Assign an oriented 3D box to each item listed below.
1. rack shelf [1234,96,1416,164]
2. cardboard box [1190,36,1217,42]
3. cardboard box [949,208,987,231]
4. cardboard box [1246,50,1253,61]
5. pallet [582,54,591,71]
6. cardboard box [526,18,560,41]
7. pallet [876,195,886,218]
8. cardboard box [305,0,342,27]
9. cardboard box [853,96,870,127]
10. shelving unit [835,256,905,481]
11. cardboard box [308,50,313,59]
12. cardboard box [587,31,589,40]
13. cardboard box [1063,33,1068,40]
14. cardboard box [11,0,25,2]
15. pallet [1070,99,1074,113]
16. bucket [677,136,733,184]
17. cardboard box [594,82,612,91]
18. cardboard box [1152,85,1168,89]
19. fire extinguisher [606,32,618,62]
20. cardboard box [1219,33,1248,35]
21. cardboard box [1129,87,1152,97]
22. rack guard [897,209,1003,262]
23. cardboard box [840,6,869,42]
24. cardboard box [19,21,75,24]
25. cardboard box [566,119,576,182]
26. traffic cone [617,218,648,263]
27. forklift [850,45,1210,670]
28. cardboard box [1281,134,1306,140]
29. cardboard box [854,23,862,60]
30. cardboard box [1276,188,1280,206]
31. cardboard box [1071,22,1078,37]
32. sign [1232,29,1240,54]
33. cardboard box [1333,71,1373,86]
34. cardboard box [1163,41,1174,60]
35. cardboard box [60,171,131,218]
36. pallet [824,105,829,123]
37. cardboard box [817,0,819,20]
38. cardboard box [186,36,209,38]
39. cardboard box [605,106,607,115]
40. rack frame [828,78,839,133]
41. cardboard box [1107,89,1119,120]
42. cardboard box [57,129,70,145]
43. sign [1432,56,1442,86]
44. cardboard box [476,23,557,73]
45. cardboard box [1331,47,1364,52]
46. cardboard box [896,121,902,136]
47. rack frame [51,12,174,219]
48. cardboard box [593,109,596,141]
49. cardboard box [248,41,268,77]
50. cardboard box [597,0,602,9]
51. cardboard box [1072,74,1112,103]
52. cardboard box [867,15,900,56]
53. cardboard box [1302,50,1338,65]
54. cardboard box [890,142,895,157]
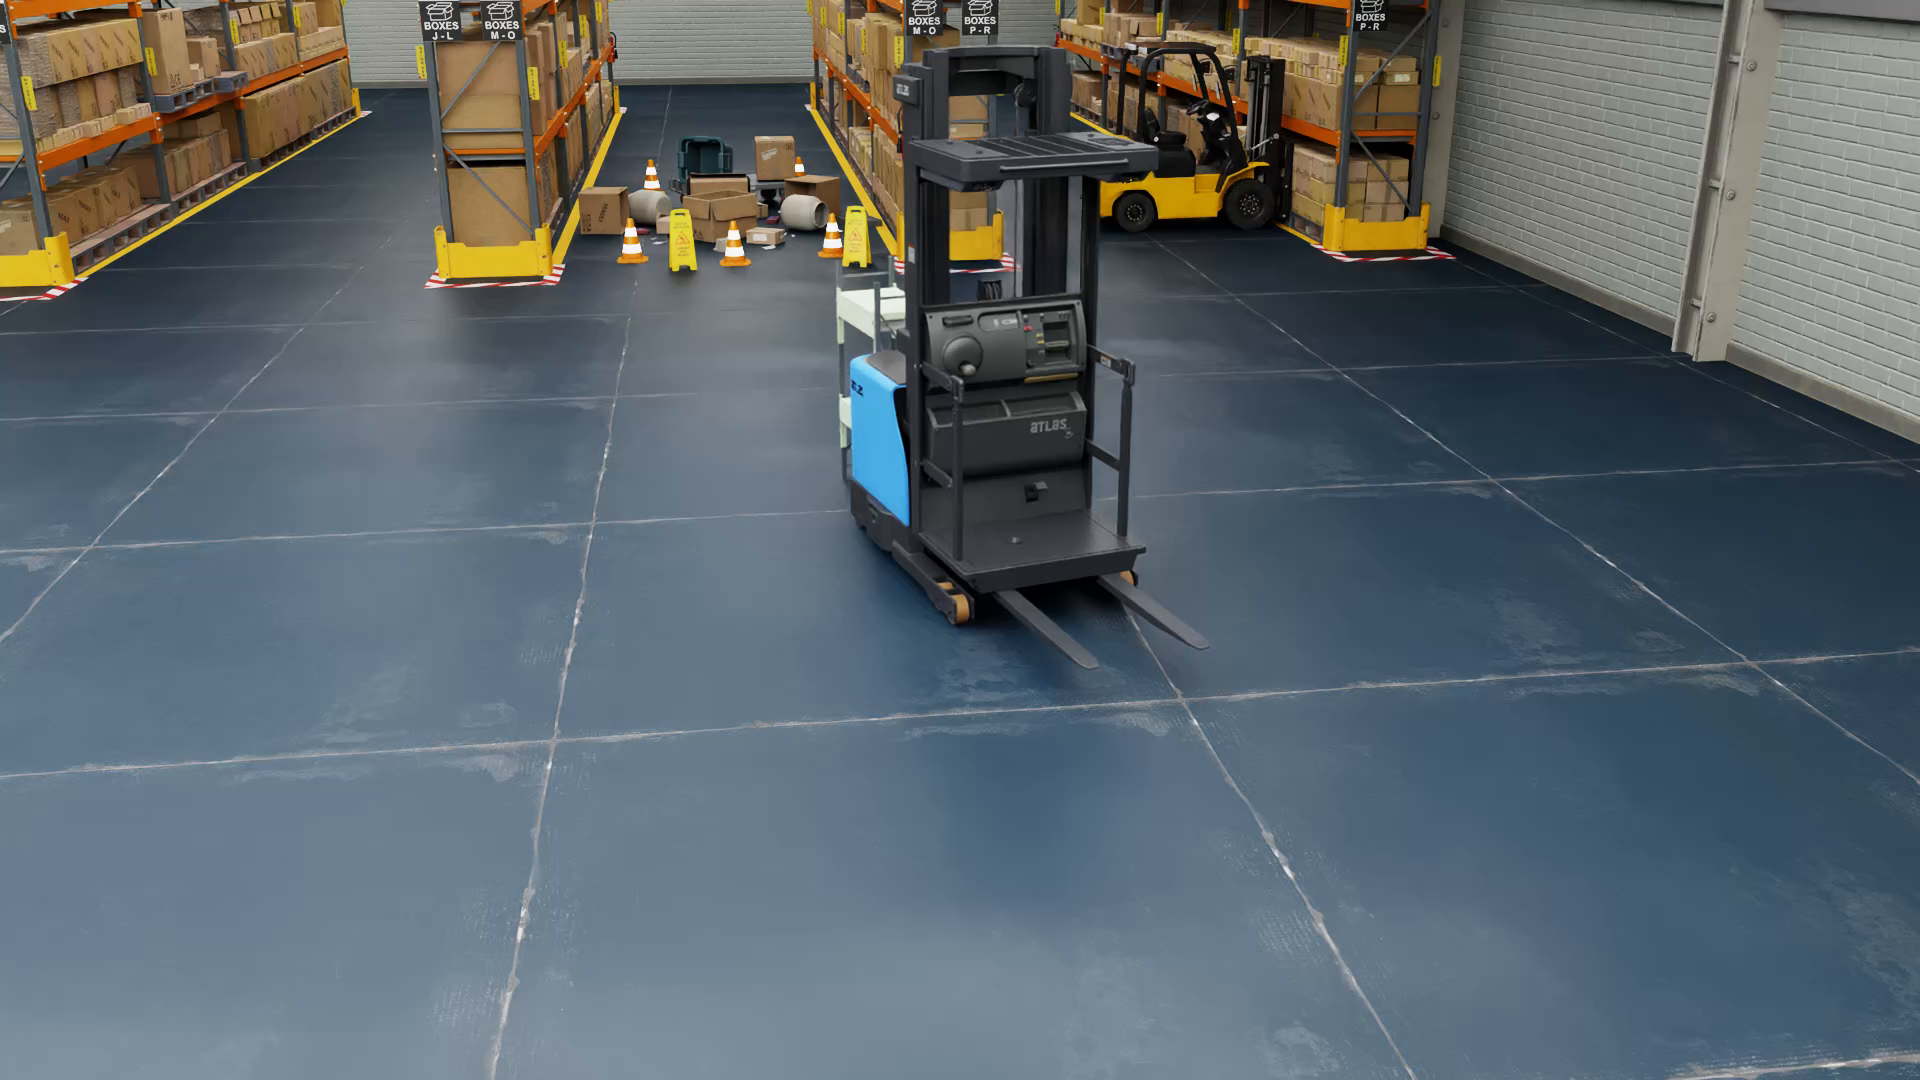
[{"bbox_3d":[4.522,-5.169,20.796,1.077,0.370,4.000,-3,21,-8],"label":"rack shelf"},{"bbox_3d":[3.608,-7.362,24.570,0.380,0.149,0.250,-2,21,-7],"label":"cardboard box"},{"bbox_3d":[0.056,-3.763,19.335,0.500,0.250,0.500,-3,21,-8],"label":"cardboard box"},{"bbox_3d":[4.019,-6.425,22.062,0.380,0.149,0.250,-3,21,-9],"label":"cardboard box"},{"bbox_3d":[-6.464,-7.640,26.659,1.003,0.211,1.213,-3,21,-8],"label":"pallet"},{"bbox_3d":[-5.859,-6.876,22.768,0.700,0.500,0.500,-3,21,-8],"label":"cardboard box"},{"bbox_3d":[-0.546,-4.409,21.720,1.003,0.211,1.213,-3,21,-8],"label":"pallet"},{"bbox_3d":[-11.884,-9.866,31.063,0.500,0.500,0.500,-3,21,-7],"label":"cardboard box"},{"bbox_3d":[-1.272,-6.776,26.508,0.875,0.875,0.875,-3,21,-8],"label":"cardboard box"},{"bbox_3d":[-0.478,-1.014,10.788,0.431,1.500,0.755,-8,22,-21],"label":"shelving unit"},{"bbox_3d":[-11.427,-8.400,28.778,0.380,0.149,0.250,-2,21,-6],"label":"cardboard box"},{"bbox_3d":[-6.423,-8.431,27.836,0.380,0.149,0.250,-3,21,-7],"label":"cardboard box"},{"bbox_3d":[2.280,-10.107,33.350,0.380,0.149,0.250,-3,21,-8],"label":"cardboard box"},{"bbox_3d":[-9.721,-5.576,16.787,0.500,0.250,0.500,-2,21,-6],"label":"cardboard box"},{"bbox_3d":[2.631,-8.744,33.326,1.003,0.211,1.213,-3,21,-8],"label":"pallet"},{"bbox_3d":[-3.260,-4.909,21.580,0.726,0.611,0.620,4,11,11],"label":"bucket"},{"bbox_3d":[-6.822,-8.613,31.613,0.380,0.149,0.250,-3,21,-9],"label":"cardboard box"},{"bbox_3d":[3.555,-7.825,28.924,0.380,0.149,0.250,-2,21,-6],"label":"cardboard box"},{"bbox_3d":[-6.871,-9.716,32.586,0.296,0.674,0.183,-3,21,-8],"label":"fire extinguisher"},{"bbox_3d":[4.134,-7.572,25.133,0.380,0.149,0.250,-3,21,-9],"label":"cardboard box"},{"bbox_3d":[3.119,-7.711,28.620,0.380,0.149,0.250,-2,21,-6],"label":"cardboard box"},{"bbox_3d":[-0.112,-3.417,18.650,1.175,0.500,0.348,-3,21,-8],"label":"rack guard"},{"bbox_3d":[-1.588,-8.012,25.809,0.500,0.500,0.500,-3,21,-9],"label":"cardboard box"},{"bbox_3d":[-10.597,-5.759,19.352,0.500,0.500,0.500,-3,21,-8],"label":"cardboard box"},{"bbox_3d":[-5.875,-5.349,22.866,1.050,0.750,0.750,-3,21,-8],"label":"cardboard box"},{"bbox_3d":[-3.656,-3.344,18.508,0.336,0.463,0.334,-3,21,-8],"label":"traffic cone"},{"bbox_3d":[0.343,-1.083,8.927,1.130,2.935,3.031,-8,22,-21],"label":"forklift"},{"bbox_3d":[4.140,-5.042,21.330,0.500,0.250,0.500,-2,21,-6],"label":"cardboard box"},{"bbox_3d":[-1.253,-7.183,23.993,0.500,0.500,0.500,-3,21,-7],"label":"cardboard box"},{"bbox_3d":[4.207,-4.393,21.022,0.500,0.250,0.500,-2,21,-6],"label":"cardboard box"},{"bbox_3d":[2.452,-9.901,32.228,0.500,0.250,0.500,-3,21,-9],"label":"cardboard box"},{"bbox_3d":[3.698,-6.673,22.253,0.100,0.325,0.005,-3,21,-8],"label":"sign"},{"bbox_3d":[4.483,-5.270,18.968,0.380,0.149,0.250,-3,21,-7],"label":"cardboard box"},{"bbox_3d":[3.454,-7.580,25.723,0.500,0.250,0.500,-3,21,-8],"label":"cardboard box"},{"bbox_3d":[-10.376,-4.134,19.969,0.500,0.500,0.500,4,21,9],"label":"cardboard box"},{"bbox_3d":[-2.042,-8.100,31.603,1.003,0.211,1.213,-3,21,-8],"label":"pallet"},{"bbox_3d":[-2.384,-9.907,30.882,0.500,0.500,0.500,-3,21,-8],"label":"cardboard box"},{"bbox_3d":[-10.943,-6.890,23.634,0.500,0.500,0.500,-6,21,-14],"label":"cardboard box"},{"bbox_3d":[-6.676,-7.882,30.507,0.380,0.149,0.250,-3,21,-9],"label":"cardboard box"},{"bbox_3d":[-1.831,-8.716,29.266,1.000,3.000,0.127,-3,21,-8],"label":"rack frame"},{"bbox_3d":[2.927,-7.815,29.825,0.500,0.500,0.500,-2,21,-5],"label":"cardboard box"},{"bbox_3d":[-9.808,-4.315,17.841,0.380,0.149,0.250,-3,21,-8],"label":"cardboard box"},{"bbox_3d":[5.360,-5.282,18.720,0.100,0.325,0.005,-3,21,-8],"label":"sign"},{"bbox_3d":[-5.348,-5.924,20.032,0.875,0.550,0.550,-3,21,-8],"label":"cardboard box"},{"bbox_3d":[4.778,-5.967,20.410,0.380,0.149,0.250,-3,21,-7],"label":"cardboard box"},{"bbox_3d":[-0.513,-4.645,18.724,0.380,0.149,0.250,-3,21,-8],"label":"cardboard box"},{"bbox_3d":[-10.484,-5.447,20.512,1.000,3.000,0.127,-3,21,-8],"label":"rack frame"},{"bbox_3d":[-6.142,-6.682,26.791,0.500,0.500,0.500,-3,21,-9],"label":"cardboard box"},{"bbox_3d":[-11.016,-7.416,25.642,0.500,0.500,0.500,-3,21,-9],"label":"cardboard box"},{"bbox_3d":[-6.670,-9.609,29.660,0.500,0.500,0.500,-3,21,-7],"label":"cardboard box"},{"bbox_3d":[2.583,-8.864,32.634,0.700,0.500,0.500,-2,21,-6],"label":"cardboard box"},{"bbox_3d":[-0.777,-6.260,20.692,0.700,0.500,0.500,-3,21,-7],"label":"cardboard box"},{"bbox_3d":[4.310,-5.764,19.867,0.380,0.149,0.250,-2,21,-6],"label":"cardboard box"},{"bbox_3d":[-0.627,-4.600,19.577,0.380,0.149,0.250,-3,21,-7],"label":"cardboard box"}]
